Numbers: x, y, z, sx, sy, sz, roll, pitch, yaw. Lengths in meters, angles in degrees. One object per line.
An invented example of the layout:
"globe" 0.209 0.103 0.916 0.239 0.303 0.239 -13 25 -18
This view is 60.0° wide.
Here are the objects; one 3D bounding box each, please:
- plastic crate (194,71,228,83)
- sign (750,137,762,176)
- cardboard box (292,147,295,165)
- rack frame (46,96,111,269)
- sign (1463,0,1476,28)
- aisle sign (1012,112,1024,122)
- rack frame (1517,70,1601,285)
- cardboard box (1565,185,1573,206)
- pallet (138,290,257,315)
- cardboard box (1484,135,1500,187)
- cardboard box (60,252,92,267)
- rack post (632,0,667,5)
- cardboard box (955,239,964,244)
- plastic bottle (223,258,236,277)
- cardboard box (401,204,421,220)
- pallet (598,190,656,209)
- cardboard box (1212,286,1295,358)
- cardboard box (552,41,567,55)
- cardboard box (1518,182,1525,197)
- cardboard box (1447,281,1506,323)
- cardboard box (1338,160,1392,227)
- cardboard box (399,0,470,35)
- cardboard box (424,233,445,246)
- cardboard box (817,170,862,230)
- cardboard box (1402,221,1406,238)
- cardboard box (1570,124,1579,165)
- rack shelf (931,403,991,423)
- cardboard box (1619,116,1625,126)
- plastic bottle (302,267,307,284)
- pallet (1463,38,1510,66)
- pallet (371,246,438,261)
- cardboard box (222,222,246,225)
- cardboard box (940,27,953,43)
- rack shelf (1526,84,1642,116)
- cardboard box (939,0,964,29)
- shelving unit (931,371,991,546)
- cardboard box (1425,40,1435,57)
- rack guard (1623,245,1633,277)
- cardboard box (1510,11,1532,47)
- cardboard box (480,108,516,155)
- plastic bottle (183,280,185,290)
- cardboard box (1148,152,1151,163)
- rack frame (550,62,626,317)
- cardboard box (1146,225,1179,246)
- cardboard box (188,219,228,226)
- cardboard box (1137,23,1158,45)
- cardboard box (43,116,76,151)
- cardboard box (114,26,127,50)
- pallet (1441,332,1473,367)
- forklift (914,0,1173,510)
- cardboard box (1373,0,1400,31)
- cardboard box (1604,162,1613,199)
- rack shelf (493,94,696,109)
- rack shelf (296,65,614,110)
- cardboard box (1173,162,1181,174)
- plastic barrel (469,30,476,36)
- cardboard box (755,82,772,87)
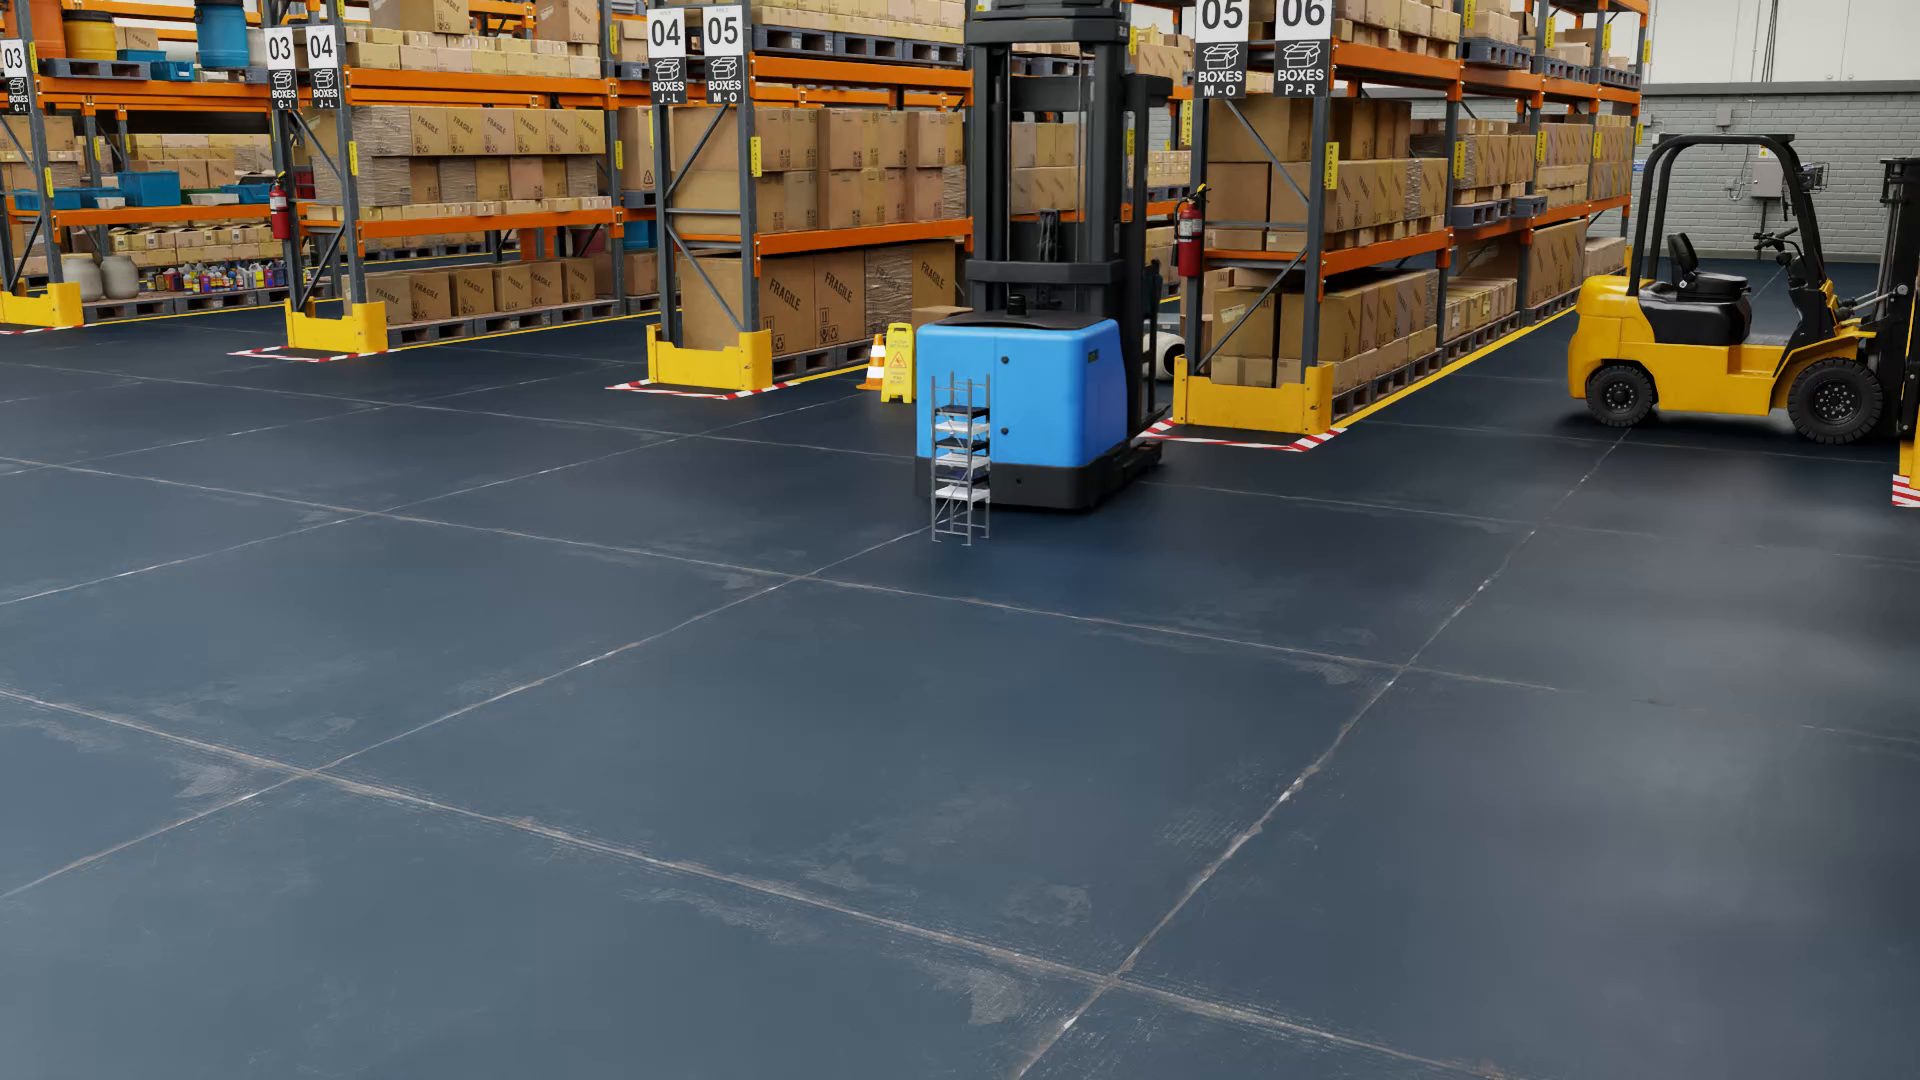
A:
"plastic crate" -9.328 -5.771 20.734 0.243 0.136 0.396 7 15 28
"sign" -1.728 -3.247 14.086 0.100 0.325 0.005 7 15 28
"cardboard box" -13.714 -7.660 33.515 0.500 0.500 0.500 7 15 27
"rack frame" -13.240 -5.378 24.942 1.000 3.000 0.127 7 15 28
"sign" 4.583 -4.782 14.965 0.100 0.325 0.005 7 15 28
"aisle sign" 1.003 -8.030 30.393 0.394 0.787 0.004 7 15 28
"rack frame" 7.972 -4.774 22.434 1.000 3.000 0.127 7 15 28
"cardboard box" 7.468 -4.374 21.098 0.500 0.250 0.500 7 15 27
"pallet" -9.856 -3.076 21.344 1.003 0.211 1.213 7 15 28
"cardboard box" 5.075 -3.796 16.635 0.500 0.500 0.500 7 15 28
"cardboard box" -13.273 -4.126 24.718 0.500 0.250 0.500 7 15 28
"rack post" -5.473 -9.168 28.022 0.937 0.300 0.954 7 15 27
"cardboard box" 0.414 -3.118 19.470 1.050 0.750 0.750 7 15 28
"plastic bottle" -9.751 -3.585 22.217 0.144 0.351 0.185 7 15 26
"cardboard box" -5.886 -3.442 17.449 0.380 0.149 0.250 7 15 28
"pallet" -4.074 -4.302 20.888 1.003 0.211 1.213 7 15 28
"cardboard box" 2.330 -1.738 13.211 0.500 0.500 0.500 7 15 28
"cardboard box" -4.729 -5.629 19.052 0.380 0.149 0.250 7 15 25
"cardboard box" 5.937 -3.821 18.123 0.380 0.149 0.250 7 15 28
"cardboard box" 5.407 -2.613 18.181 0.950 0.372 0.625 7 15 27
"cardboard box" 3.136 -2.782 13.325 0.500 0.500 0.500 7 15 27
"cardboard box" -5.550 -5.603 17.559 0.500 0.500 0.500 7 15 28
"cardboard box" -9.850 -5.681 30.593 0.500 0.500 0.500 8 16 29
"cardboard box" -1.444 -3.222 15.678 0.875 0.550 0.550 7 15 28
"cardboard box" 3.578 -2.652 14.169 0.380 0.149 0.250 7 15 27
"cardboard box" 7.470 -4.979 20.941 0.500 0.500 0.500 8 16 30
"rack shelf" 0.004 -0.669 8.880 0.258 0.077 0.200 7 15 28
"cardboard box" 9.597 -6.184 24.552 0.380 0.149 0.250 8 16 29
"plastic bottle" -8.850 -3.574 22.313 0.061 0.283 0.133 8 16 31
"pallet" 4.496 -4.614 15.772 1.213 0.211 1.003 7 15 28
"pallet" -10.322 -5.241 30.325 1.003 0.211 1.213 7 15 28
"cardboard box" -12.064 -5.156 27.795 0.500 0.311 0.500 7 15 27
"cardboard box" -0.295 -5.099 16.808 0.380 0.149 0.250 8 16 29
"rack shelf" 8.939 -6.292 23.869 1.077 0.370 4.000 7 15 28
"cardboard box" -0.291 -5.325 16.897 0.500 0.250 0.500 7 15 27
"shelving unit" 0.004 -0.439 8.935 0.258 0.900 0.210 7 15 28
"cardboard box" 3.917 -4.272 14.489 0.380 0.149 0.250 8 15 29
"rack guard" 9.917 -4.384 26.151 1.175 0.500 0.348 7 15 28
"cardboard box" 6.089 -5.760 19.009 0.797 0.503 0.637 6 15 25
"cardboard box" -5.275 -4.503 18.332 0.500 0.500 0.500 7 15 28
"plastic bottle" -10.005 -3.342 21.529 0.097 0.201 0.097 0 14 0
"cardboard box" 2.299 -5.042 21.920 0.380 0.149 0.250 7 15 28
"rack frame" -4.570 -4.255 20.283 1.000 3.000 0.127 7 15 28
"cardboard box" 2.697 -4.165 22.746 0.500 0.250 0.500 8 15 28
"cardboard box" -14.746 -6.233 32.180 0.750 0.750 0.750 7 15 28
"cardboard box" 2.342 -6.530 21.471 0.396 0.266 0.258 7 15 28
"cardboard box" -13.449 -5.966 24.398 0.700 0.500 0.500 7 15 28
"cardboard box" -12.908 -7.454 24.977 0.500 0.500 0.500 8 15 29
"pallet" 4.480 -1.937 16.616 1.003 0.211 1.213 7 15 28
"forklift" 0.710 -1.900 10.660 1.130 2.935 3.031 5 14 19
"cardboard box" 3.127 -4.126 13.031 0.500 0.250 0.500 8 16 30
"cardboard box" 8.921 -5.093 23.545 0.500 0.500 0.500 7 15 28
"rack shelf" -6.006 -7.156 27.450 1.077 0.370 4.000 7 15 28
"rack shelf" -5.537 -4.953 18.314 1.077 0.370 4.000 7 15 28
"cardboard box" 2.814 -5.116 22.861 0.380 0.149 0.250 8 16 30
"plastic barrel" -7.559 -7.195 25.008 0.600 0.901 0.600 0 14 0
"cardboard box" -2.880 -6.232 22.405 0.500 0.250 0.500 7 15 28
